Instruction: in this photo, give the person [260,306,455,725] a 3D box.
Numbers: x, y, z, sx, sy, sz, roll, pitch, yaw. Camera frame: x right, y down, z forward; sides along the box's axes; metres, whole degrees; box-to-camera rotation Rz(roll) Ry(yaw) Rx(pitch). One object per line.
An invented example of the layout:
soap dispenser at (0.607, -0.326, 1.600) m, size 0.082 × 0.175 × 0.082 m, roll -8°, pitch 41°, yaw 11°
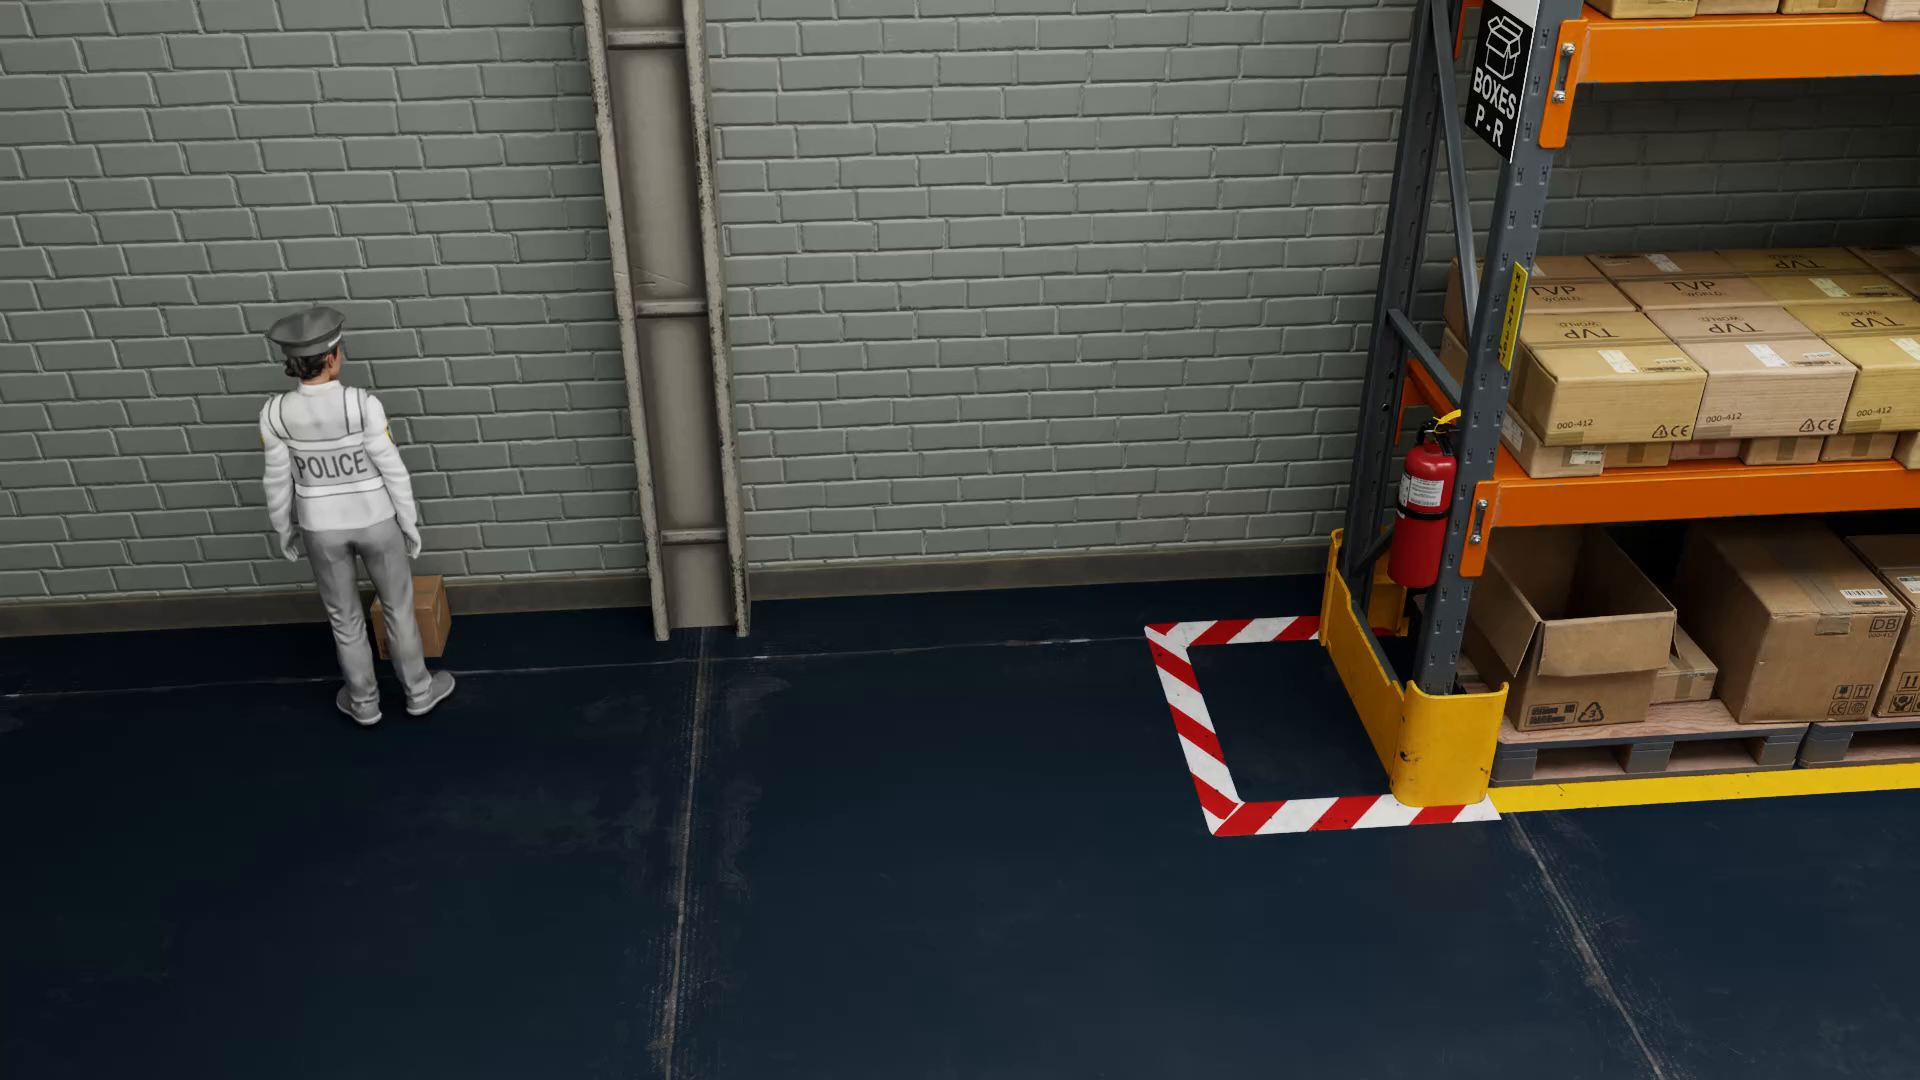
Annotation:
person at (-2.271, -0.046, 6.169) m, size 0.523 × 1.679 × 0.339 m, roll -7°, pitch 32°, yaw -11°
